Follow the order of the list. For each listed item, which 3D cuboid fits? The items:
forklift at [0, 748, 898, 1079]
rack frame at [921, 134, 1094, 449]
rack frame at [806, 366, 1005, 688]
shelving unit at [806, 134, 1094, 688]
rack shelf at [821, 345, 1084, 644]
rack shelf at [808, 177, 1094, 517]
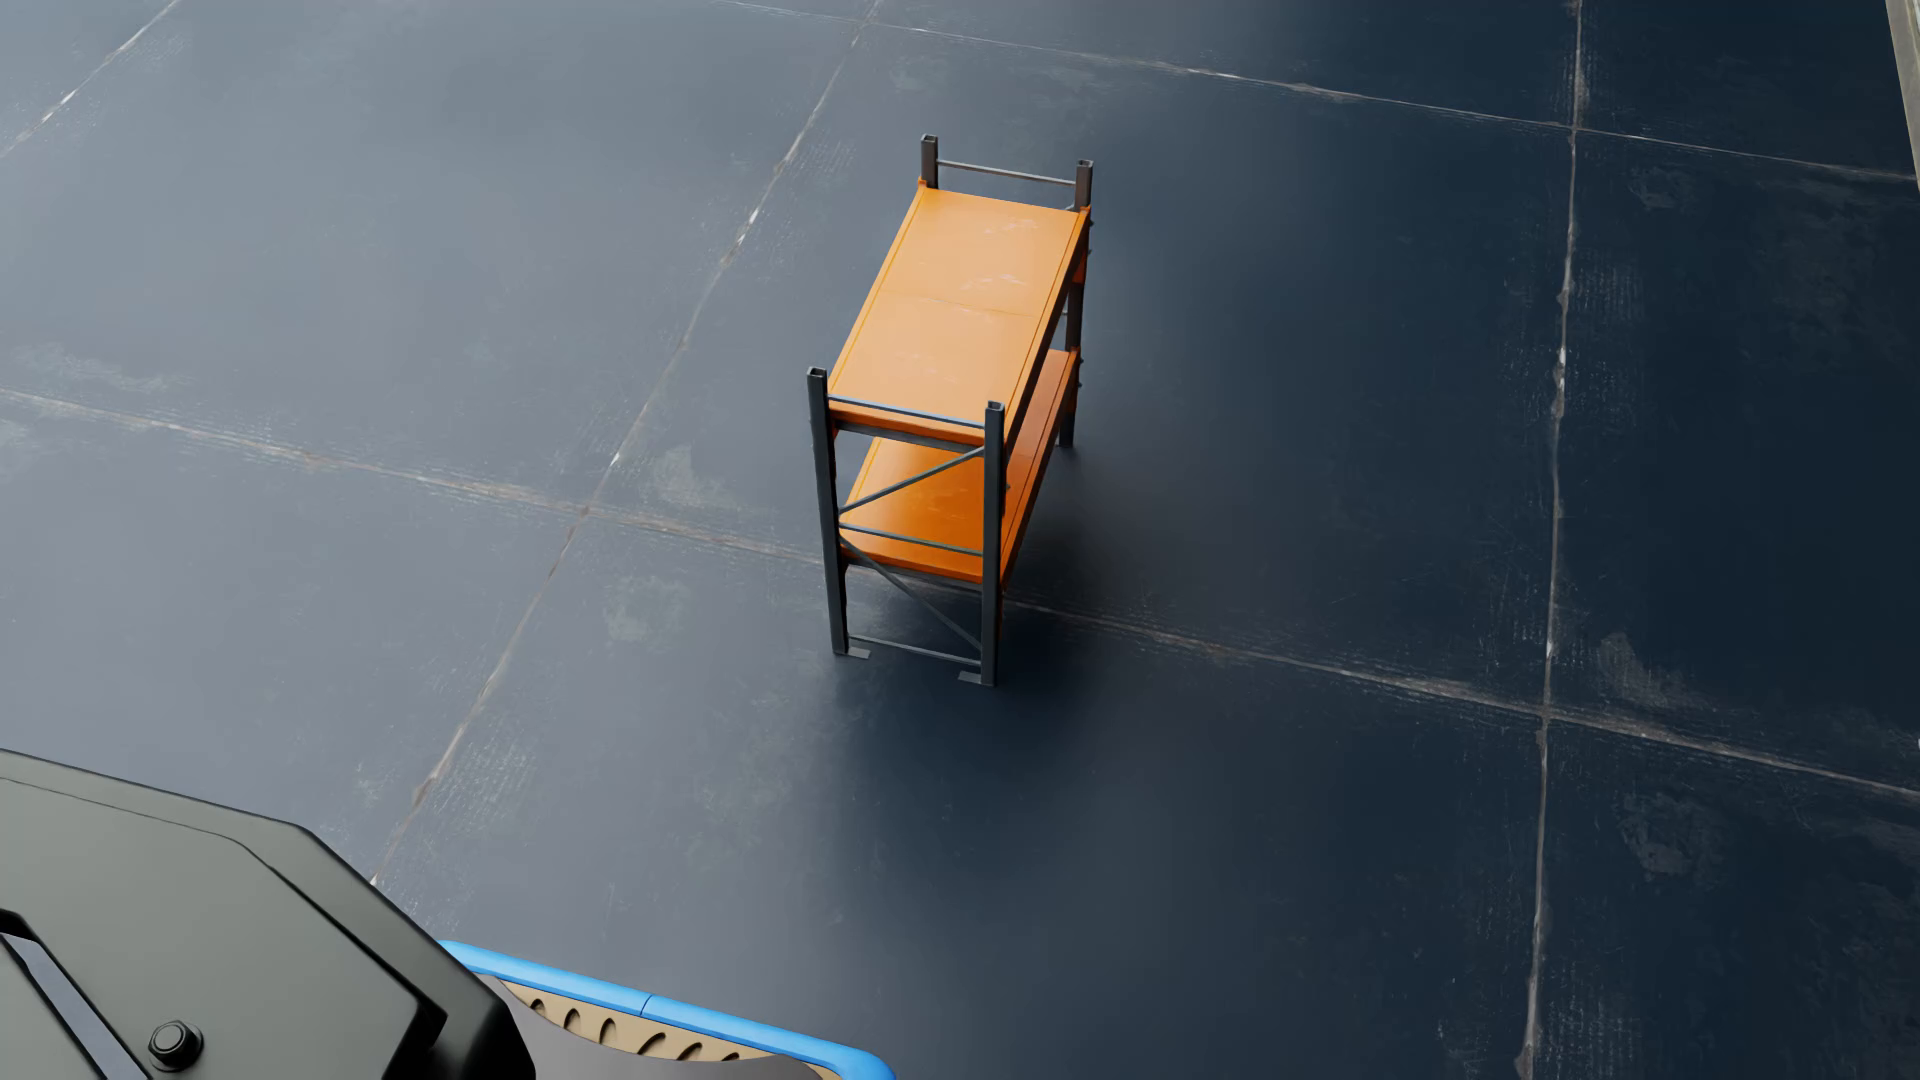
[{"bbox_3d":[-0.974,1.652,1.837,1.130,2.935,3.031,12,50,10],"label":"forklift"},{"bbox_3d":[0.132,-0.735,5.148,0.500,1.125,0.032,12,50,10],"label":"rack frame"},{"bbox_3d":[-0.136,0.000,4.499,0.500,1.125,0.032,12,50,10],"label":"rack frame"},{"bbox_3d":[-0.002,-0.367,4.824,0.538,1.125,1.048,12,50,10],"label":"shelving unit"},{"bbox_3d":[-0.002,-0.206,5.007,0.538,0.278,1.000,12,50,10],"label":"rack shelf"},{"bbox_3d":[-0.002,-0.561,4.604,0.538,0.278,1.000,12,50,10],"label":"rack shelf"}]
